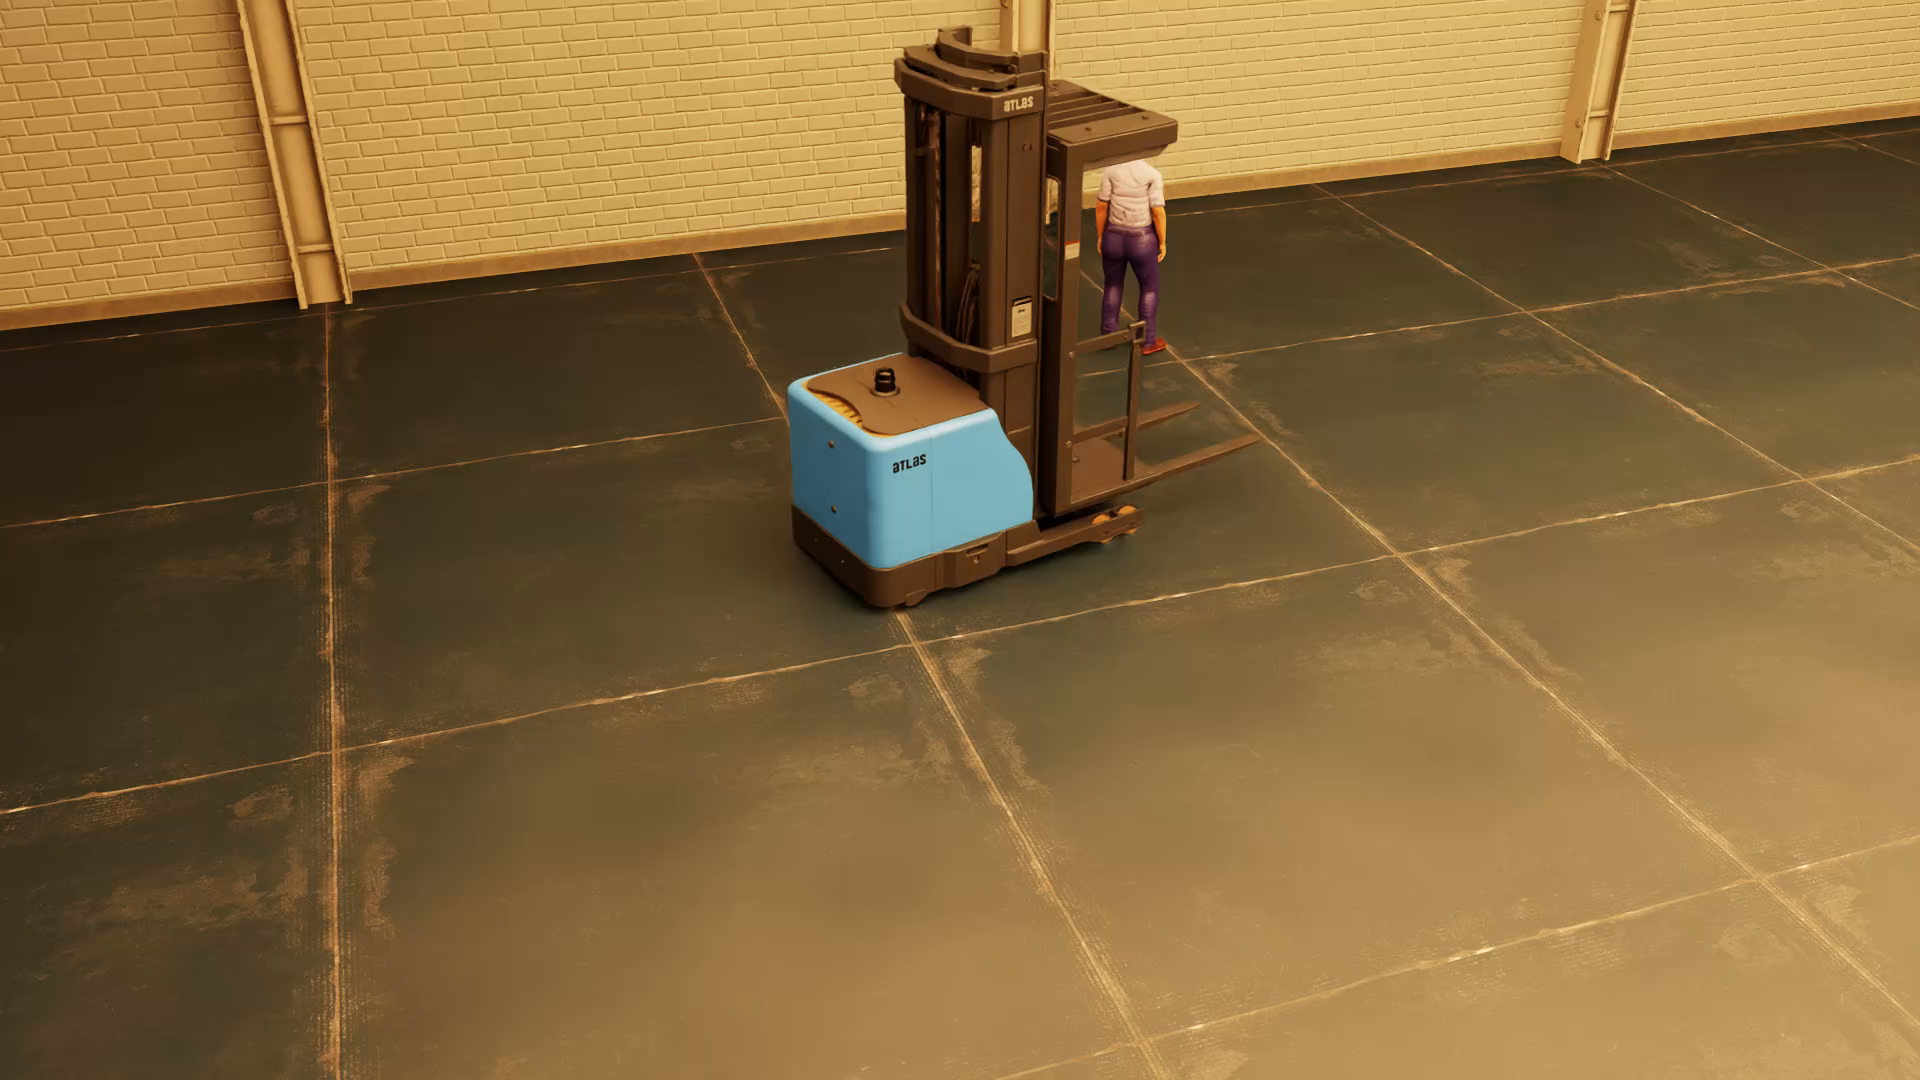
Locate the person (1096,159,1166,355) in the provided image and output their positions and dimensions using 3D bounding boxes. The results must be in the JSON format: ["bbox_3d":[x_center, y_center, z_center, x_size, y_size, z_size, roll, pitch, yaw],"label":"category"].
[{"bbox_3d":[1.258,-2.168,12.142,0.548,1.650,0.373,12,32,19],"label":"person"}]

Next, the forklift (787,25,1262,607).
[{"bbox_3d":[0.508,-1.453,9.613,3.031,2.935,1.130,-19,35,-29],"label":"forklift"}]
